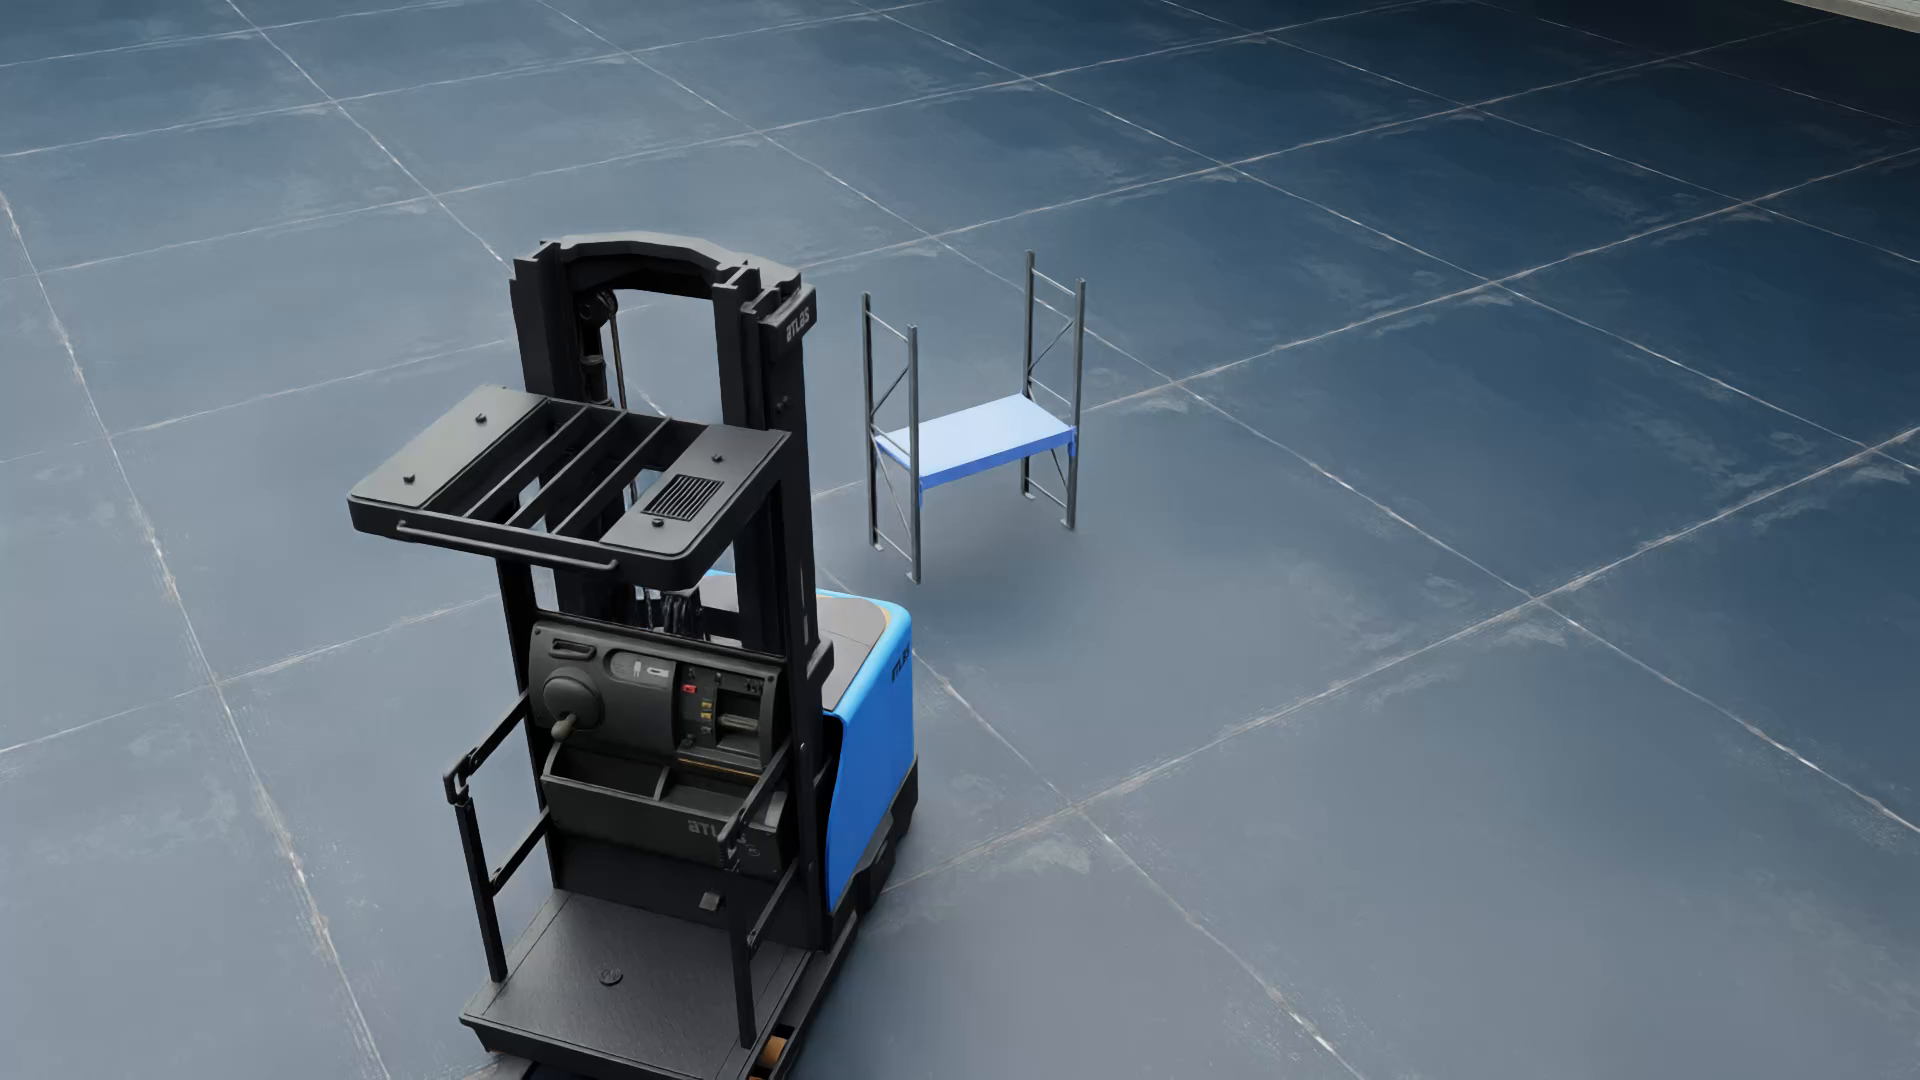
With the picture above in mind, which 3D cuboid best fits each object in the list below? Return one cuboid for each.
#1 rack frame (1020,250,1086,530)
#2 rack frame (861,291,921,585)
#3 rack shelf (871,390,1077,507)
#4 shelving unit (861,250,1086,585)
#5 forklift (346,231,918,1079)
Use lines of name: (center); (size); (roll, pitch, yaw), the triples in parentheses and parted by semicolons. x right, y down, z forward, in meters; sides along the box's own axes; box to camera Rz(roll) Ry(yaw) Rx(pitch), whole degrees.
rack frame: (0.499, -0.806, 9.122); (0.032, 1.500, 0.500); (-19, 37, -27)
rack frame: (-0.356, -0.512, 8.656); (0.032, 1.500, 0.500); (-19, 37, -27)
rack shelf: (0.072, -0.507, 8.985); (1.000, 0.185, 0.538); (-19, 37, -27)
shelving unit: (0.072, -0.659, 8.889); (1.048, 1.500, 0.538); (-19, 37, -27)
forklift: (-1.125, 0.602, 5.548); (1.130, 2.935, 3.031); (10, 34, 15)
